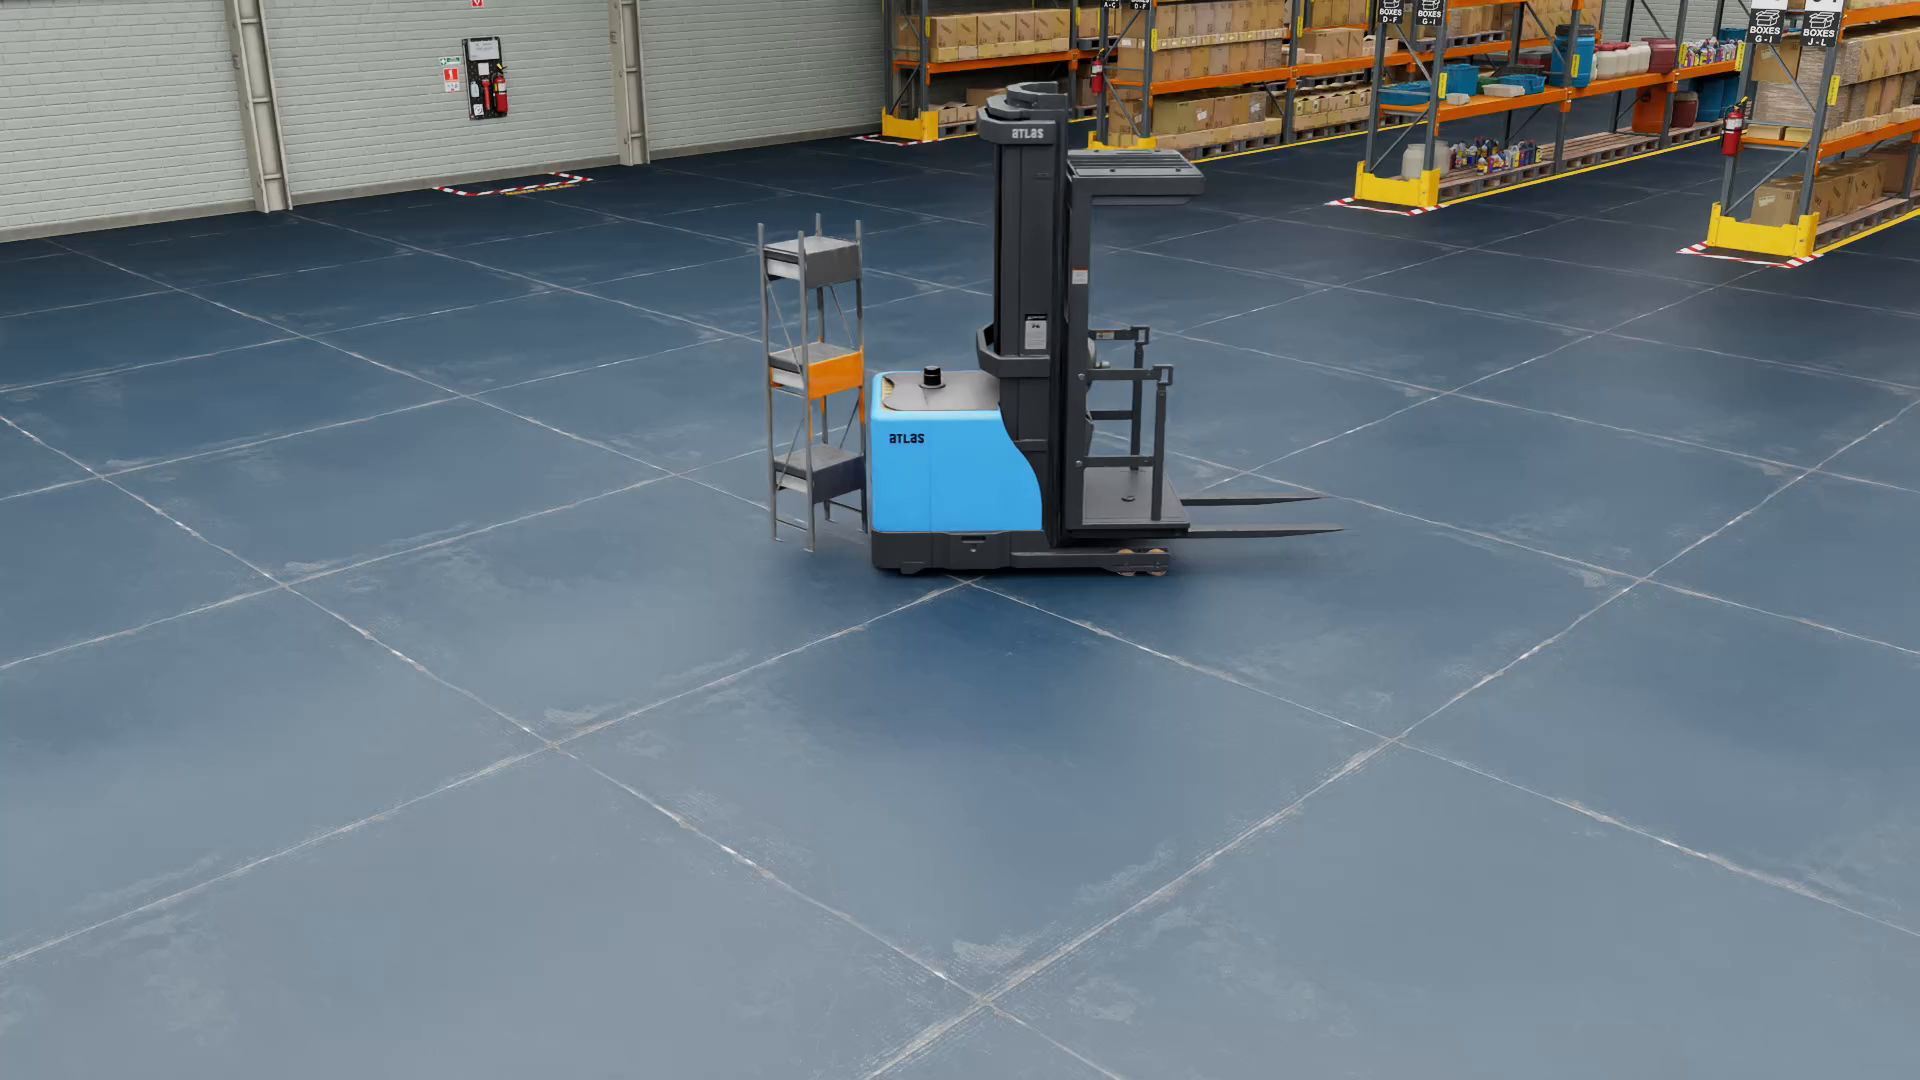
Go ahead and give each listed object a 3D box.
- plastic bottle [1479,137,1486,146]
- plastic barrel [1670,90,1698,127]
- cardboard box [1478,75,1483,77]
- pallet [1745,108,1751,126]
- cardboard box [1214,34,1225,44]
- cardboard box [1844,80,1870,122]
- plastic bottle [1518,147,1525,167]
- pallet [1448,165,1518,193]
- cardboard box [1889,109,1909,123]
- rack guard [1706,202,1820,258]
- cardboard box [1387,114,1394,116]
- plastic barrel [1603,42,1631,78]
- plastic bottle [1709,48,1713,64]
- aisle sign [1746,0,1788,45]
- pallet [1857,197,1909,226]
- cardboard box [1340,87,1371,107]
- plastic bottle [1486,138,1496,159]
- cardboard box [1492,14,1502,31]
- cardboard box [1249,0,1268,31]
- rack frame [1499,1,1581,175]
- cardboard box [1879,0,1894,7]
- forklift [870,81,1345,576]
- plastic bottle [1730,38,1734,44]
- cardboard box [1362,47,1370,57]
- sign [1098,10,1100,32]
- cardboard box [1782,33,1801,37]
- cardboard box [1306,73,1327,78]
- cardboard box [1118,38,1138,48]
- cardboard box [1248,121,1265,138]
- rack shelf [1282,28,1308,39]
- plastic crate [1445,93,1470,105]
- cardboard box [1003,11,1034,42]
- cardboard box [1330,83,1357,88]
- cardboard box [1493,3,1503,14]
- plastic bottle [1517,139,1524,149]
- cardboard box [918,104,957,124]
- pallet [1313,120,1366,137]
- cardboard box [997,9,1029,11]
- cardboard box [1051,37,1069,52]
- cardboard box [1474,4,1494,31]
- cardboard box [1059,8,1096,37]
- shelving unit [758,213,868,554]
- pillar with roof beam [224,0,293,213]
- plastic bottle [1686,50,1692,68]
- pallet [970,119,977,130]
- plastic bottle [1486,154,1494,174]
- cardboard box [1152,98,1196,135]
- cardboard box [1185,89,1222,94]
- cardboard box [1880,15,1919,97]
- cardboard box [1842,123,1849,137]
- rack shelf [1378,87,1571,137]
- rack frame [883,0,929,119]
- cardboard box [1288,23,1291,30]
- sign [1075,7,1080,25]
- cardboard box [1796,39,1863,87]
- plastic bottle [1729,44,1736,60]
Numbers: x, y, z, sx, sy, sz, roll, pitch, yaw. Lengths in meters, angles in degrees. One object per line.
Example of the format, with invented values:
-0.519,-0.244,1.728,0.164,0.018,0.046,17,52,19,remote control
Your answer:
8.073,-6.059,25.737,0.185,0.351,0.144,-19,28,-41,plastic bottle
12.841,-7.713,29.736,0.600,0.588,0.708,19,28,41,plastic barrel
10.128,-9.077,33.381,0.500,0.500,0.500,20,29,41,cardboard box
15.000,-8.147,31.978,1.003,0.211,1.213,19,28,41,pallet
4.098,-8.198,27.178,0.380,0.149,0.250,20,28,41,cardboard box
10.738,-5.522,20.707,0.875,0.500,0.500,19,28,41,cardboard box
8.473,-5.792,25.136,0.133,0.283,0.061,-18,27,-39,plastic bottle
7.584,-5.415,24.869,1.003,0.211,1.213,19,28,41,pallet
12.050,-5.505,21.566,0.380,0.149,0.250,19,28,41,cardboard box
9.745,-3.779,20.209,1.175,0.500,0.348,19,28,41,rack guard
7.986,-8.179,31.421,0.500,0.250,0.500,-19,28,-41,cardboard box
10.572,-7.748,26.863,0.433,0.535,0.433,0,21,0,plastic barrel
13.164,-8.512,29.220,0.097,0.271,0.097,0,21,0,plastic bottle
9.434,-6.199,19.397,0.394,0.787,0.004,19,28,41,aisle sign
12.039,-4.471,22.413,1.003,0.211,1.213,19,28,41,pallet
7.277,-8.177,30.632,0.500,0.311,0.500,19,28,40,cardboard box
8.177,-6.023,25.643,0.144,0.351,0.185,19,28,41,plastic bottle
11.133,-10.730,34.672,0.500,0.500,0.500,-20,28,-41,cardboard box
4.731,-8.841,27.948,0.700,0.500,0.500,19,28,41,cardboard box
8.934,-7.194,25.610,1.000,3.000,0.127,19,28,41,rack frame
10.917,-6.576,20.030,0.500,0.250,0.500,19,28,40,cardboard box
0.940,-1.330,10.449,3.031,2.935,1.130,-1,21,-2,forklift
14.005,-8.945,30.235,0.144,0.351,0.185,19,28,41,plastic bottle
7.329,-9.004,30.669,0.250,0.149,0.380,-18,27,-38,cardboard box
2.218,-8.197,26.276,0.100,0.325,0.005,19,28,41,sign
10.243,-5.912,20.326,0.500,0.500,0.500,19,28,41,cardboard box
8.012,-10.926,38.218,0.700,0.500,0.500,20,29,41,cardboard box
2.727,-7.902,26.408,0.380,0.149,0.250,19,28,40,cardboard box
4.865,-7.047,28.476,0.500,0.250,0.500,19,28,41,cardboard box
6.021,-10.880,36.203,1.077,0.370,4.000,19,28,41,rack shelf
6.998,-6.192,23.371,0.298,0.136,0.250,19,28,41,plastic crate
1.024,-9.507,30.765,0.500,0.500,0.500,18,28,39,cardboard box
7.242,-8.439,31.315,0.500,0.311,0.500,18,28,39,cardboard box
11.136,-11.199,34.498,0.500,0.500,0.500,19,28,41,cardboard box
8.588,-5.961,25.482,0.144,0.351,0.185,19,28,41,plastic bottle
-0.408,-7.751,30.194,0.500,0.311,0.500,15,26,35,cardboard box
6.725,-7.647,30.677,1.003,0.211,1.213,19,28,41,pallet
0.995,-9.762,31.428,0.500,0.500,0.500,19,28,40,cardboard box
1.722,-9.415,31.571,0.500,0.250,0.500,19,28,41,cardboard box
10.478,-10.668,33.924,0.700,0.500,0.500,9,23,23,cardboard box
2.215,-10.048,32.283,0.700,0.500,0.500,19,28,41,cardboard box
-0.938,-1.004,10.760,0.431,2.100,0.503,18,27,39,shelving unit
-6.373,-7.680,18.513,9.100,9.000,0.400,19,28,41,pillar with roof beam
12.520,-8.271,28.575,0.061,0.283,0.133,19,28,41,plastic bottle
0.541,-7.875,31.270,1.003,0.211,1.213,19,28,41,pallet
7.802,-5.545,24.493,0.133,0.283,0.061,-20,28,-41,plastic bottle
3.478,-6.880,26.996,0.500,0.500,0.500,19,28,41,cardboard box
4.142,-7.399,28.347,0.500,0.500,0.500,19,28,41,cardboard box
13.137,-6.600,22.642,1.000,1.000,1.000,19,28,41,cardboard box
10.595,-5.012,20.283,0.380,0.149,0.250,19,28,41,cardboard box
7.539,-6.344,24.402,1.077,0.370,4.000,19,28,41,rack shelf
-0.955,-8.645,29.386,1.000,3.000,0.127,19,28,41,rack frame
7.224,-11.393,36.859,0.250,0.149,0.380,-20,28,-41,cardboard box
2.230,-9.944,31.558,0.100,0.325,0.005,19,28,41,sign
10.271,-5.652,19.650,0.500,0.500,0.500,19,28,41,cardboard box
13.865,-8.787,29.927,0.152,0.276,0.135,19,28,41,plastic bottle
